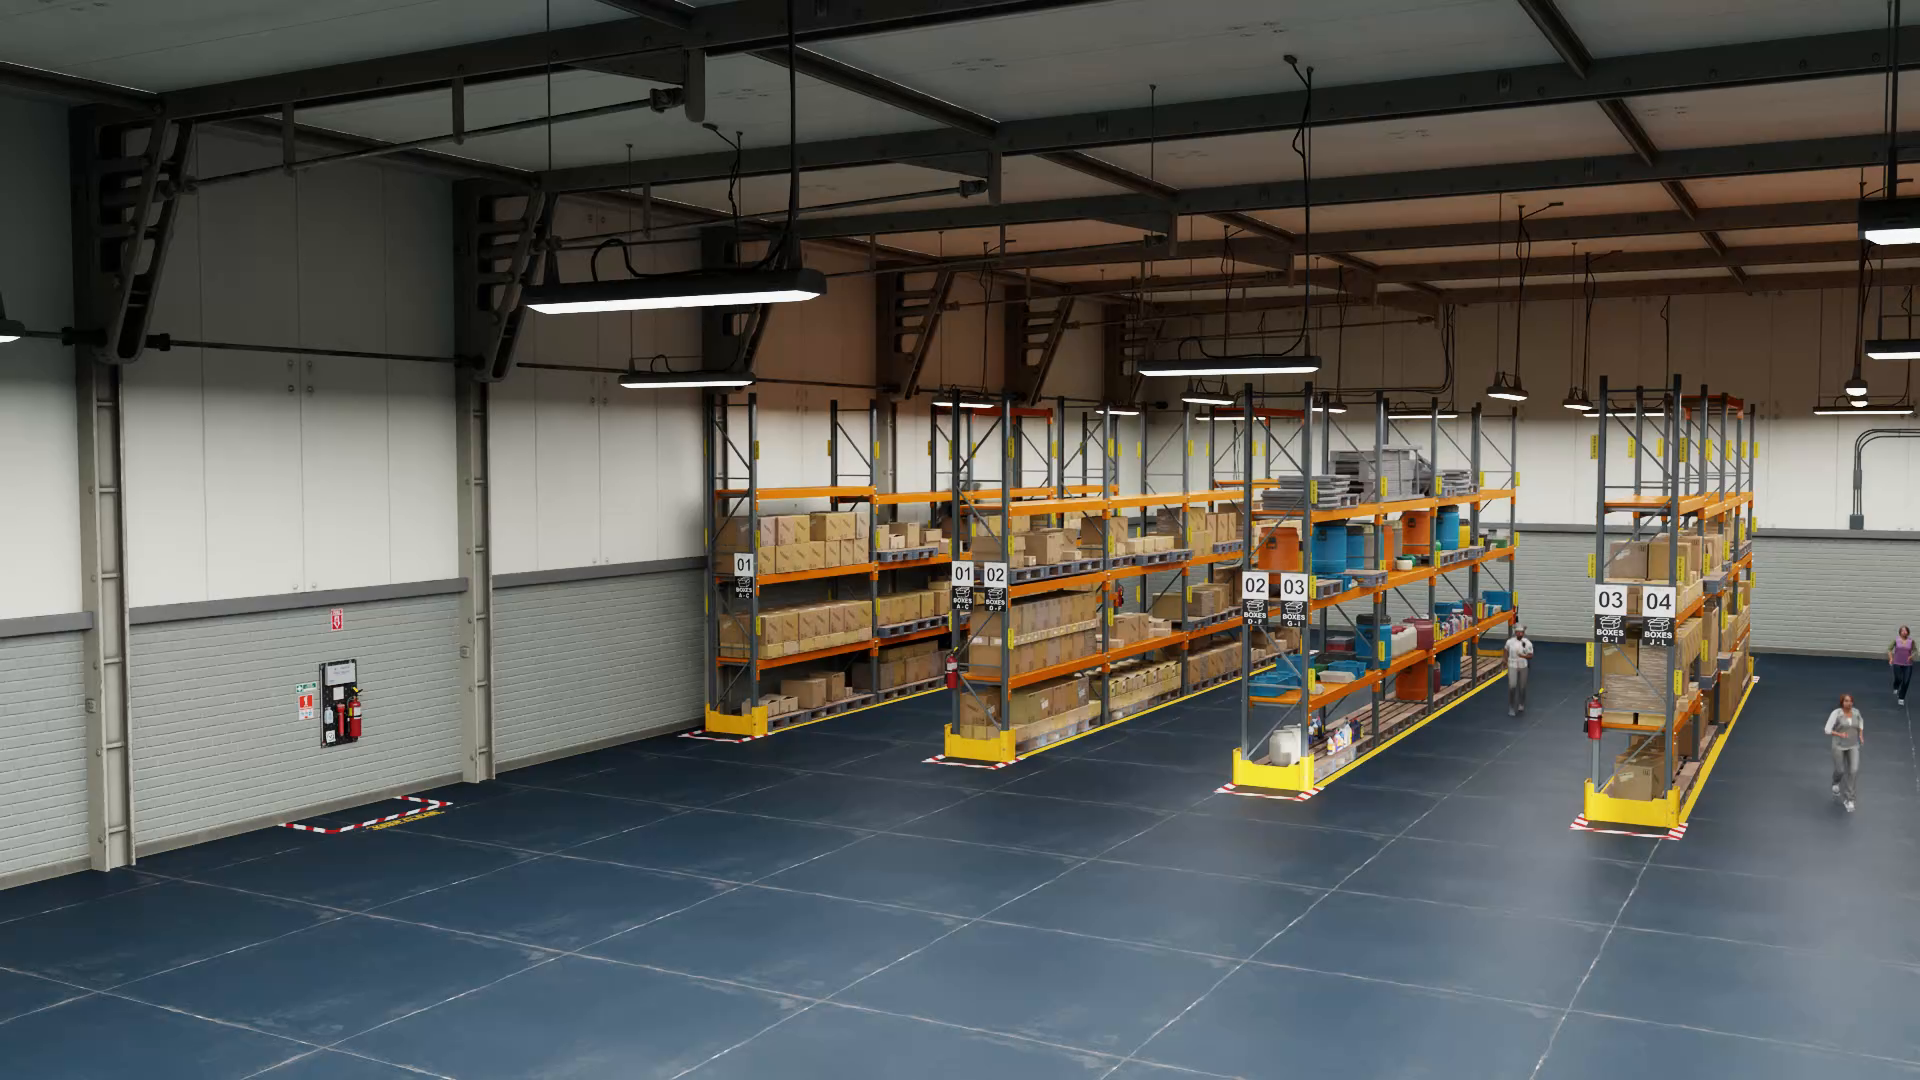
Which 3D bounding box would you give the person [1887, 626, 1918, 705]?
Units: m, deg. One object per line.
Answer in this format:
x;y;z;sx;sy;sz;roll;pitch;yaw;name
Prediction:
18.524;2.461;32.679;0.531;1.557;0.539;1;3;23;person

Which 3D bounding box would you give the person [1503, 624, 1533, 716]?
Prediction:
10.559;2.461;31.471;0.544;1.755;0.737;1;3;18;person

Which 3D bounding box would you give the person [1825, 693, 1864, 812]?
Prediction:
12.431;2.955;23.381;0.569;1.641;0.826;1;3;9;person
